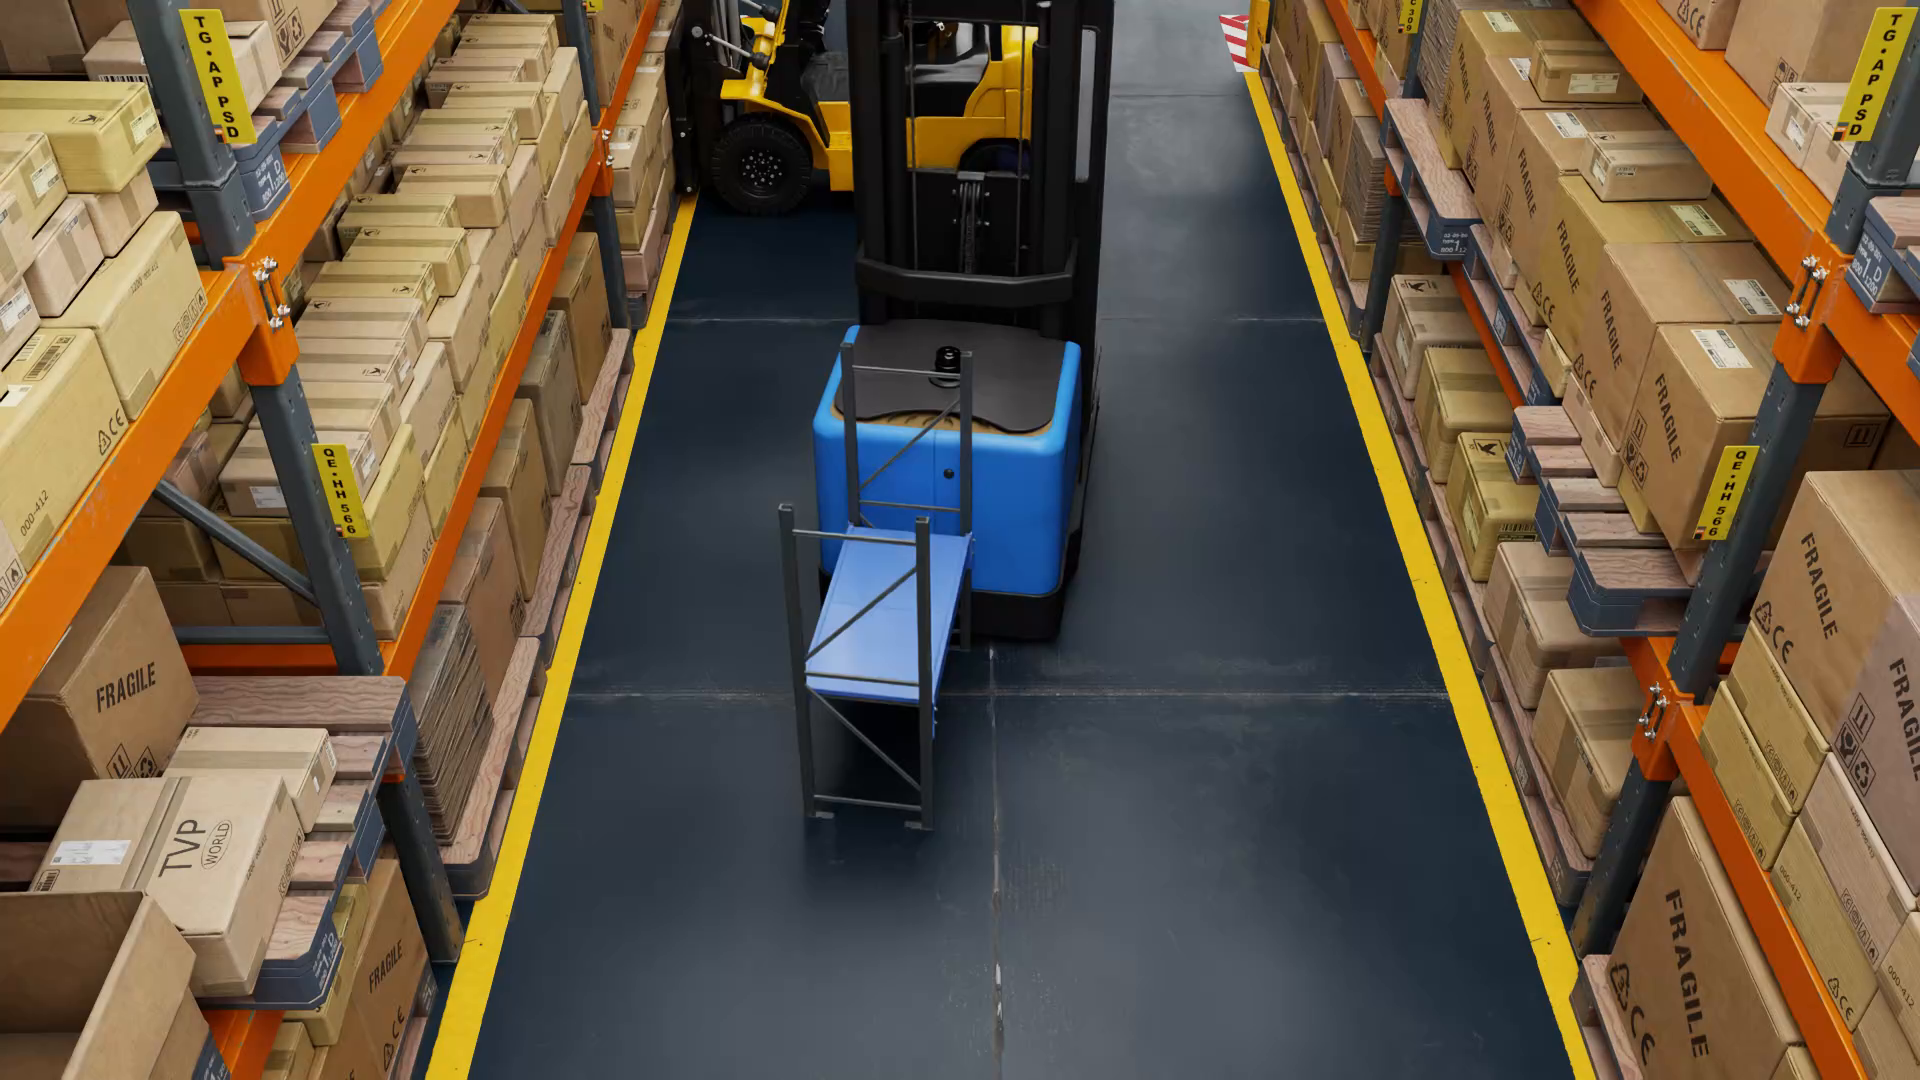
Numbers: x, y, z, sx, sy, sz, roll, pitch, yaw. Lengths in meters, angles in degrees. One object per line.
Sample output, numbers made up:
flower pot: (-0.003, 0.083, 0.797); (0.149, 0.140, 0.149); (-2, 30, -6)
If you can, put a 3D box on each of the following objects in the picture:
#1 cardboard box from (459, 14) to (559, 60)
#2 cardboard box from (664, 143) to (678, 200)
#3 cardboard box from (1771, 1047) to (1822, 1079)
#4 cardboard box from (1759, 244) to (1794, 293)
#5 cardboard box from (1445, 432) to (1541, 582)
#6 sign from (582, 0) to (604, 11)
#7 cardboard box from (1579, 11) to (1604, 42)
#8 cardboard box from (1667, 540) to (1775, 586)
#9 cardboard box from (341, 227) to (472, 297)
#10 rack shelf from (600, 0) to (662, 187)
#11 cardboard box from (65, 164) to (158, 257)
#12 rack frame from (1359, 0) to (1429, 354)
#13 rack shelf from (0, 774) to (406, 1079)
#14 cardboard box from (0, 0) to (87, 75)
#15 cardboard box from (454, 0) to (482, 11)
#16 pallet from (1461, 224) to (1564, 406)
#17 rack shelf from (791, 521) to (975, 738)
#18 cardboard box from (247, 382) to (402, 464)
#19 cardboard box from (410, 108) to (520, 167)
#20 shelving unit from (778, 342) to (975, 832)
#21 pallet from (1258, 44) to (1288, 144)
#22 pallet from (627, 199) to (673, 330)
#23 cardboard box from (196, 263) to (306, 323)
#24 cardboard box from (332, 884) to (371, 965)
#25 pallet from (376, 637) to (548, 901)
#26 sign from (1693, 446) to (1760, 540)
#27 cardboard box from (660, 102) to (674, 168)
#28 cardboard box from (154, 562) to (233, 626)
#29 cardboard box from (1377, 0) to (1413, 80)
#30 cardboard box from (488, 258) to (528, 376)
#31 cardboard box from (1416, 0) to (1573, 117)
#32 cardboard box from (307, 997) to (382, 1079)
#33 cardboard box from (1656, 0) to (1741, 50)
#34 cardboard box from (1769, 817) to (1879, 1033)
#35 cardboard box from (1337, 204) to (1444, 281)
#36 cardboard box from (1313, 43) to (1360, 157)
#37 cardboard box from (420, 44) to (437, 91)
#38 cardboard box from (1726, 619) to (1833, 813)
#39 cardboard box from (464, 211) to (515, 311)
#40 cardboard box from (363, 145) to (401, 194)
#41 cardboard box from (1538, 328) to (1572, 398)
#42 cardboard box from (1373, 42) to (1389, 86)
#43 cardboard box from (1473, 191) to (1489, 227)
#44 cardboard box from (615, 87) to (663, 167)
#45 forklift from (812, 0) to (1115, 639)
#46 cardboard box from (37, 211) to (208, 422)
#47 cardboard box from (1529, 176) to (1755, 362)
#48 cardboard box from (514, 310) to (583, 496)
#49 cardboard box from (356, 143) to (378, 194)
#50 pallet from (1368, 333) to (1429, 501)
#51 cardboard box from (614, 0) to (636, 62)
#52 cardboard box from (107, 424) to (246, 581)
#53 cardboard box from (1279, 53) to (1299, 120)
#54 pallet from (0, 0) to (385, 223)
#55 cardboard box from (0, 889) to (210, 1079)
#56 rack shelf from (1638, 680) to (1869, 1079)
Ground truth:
cardboard box: (-2.059, -2.288, 7.608); (0.380, 0.149, 0.250); (1, 39, 2)
cardboard box: (-1.984, -2.242, 10.012); (0.500, 0.250, 0.500); (1, 39, 1)
cardboard box: (2.601, 1.941, 4.293); (0.875, 0.875, 0.875); (0, 39, 1)
cardboard box: (2.910, -0.640, 5.497); (0.500, 0.500, 0.500); (2, 39, 2)
cardboard box: (2.692, -0.142, 7.293); (0.950, 0.372, 0.625); (1, 39, 1)
sign: (-1.739, -2.637, 7.779); (0.100, 0.325, 0.005); (0, 39, 0)
cardboard box: (2.914, -1.936, 7.113); (0.500, 0.500, 0.500); (0, 39, 0)
cardboard box: (2.451, 0.015, 5.197); (0.380, 0.149, 0.250); (1, 39, 2)
cardboard box: (-1.995, -1.007, 6.009); (0.380, 0.149, 0.250); (1, 39, 1)
rack shelf: (-2.284, -3.180, 9.894); (1.077, 0.370, 4.000); (0, 39, 0)
cardboard box: (-2.036, -0.754, 3.695); (0.380, 0.149, 0.250); (1, 39, 1)
rack frame: (2.682, -2.215, 8.116); (1.000, 3.000, 0.127); (0, 39, 0)
rack shelf: (-2.275, 1.823, 3.651); (1.077, 0.370, 4.000); (0, 39, 0)
cardboard box: (-2.534, -1.476, 4.499); (0.500, 0.250, 0.500); (0, 39, 0)
cardboard box: (-2.539, -2.703, 8.125); (0.380, 0.149, 0.250); (0, 39, 0)
pallet: (2.643, -0.877, 6.599); (1.003, 0.211, 1.213); (0, 39, 0)
rack shelf: (-0.276, 0.323, 6.435); (0.538, 0.185, 1.000); (5, 39, 6)
cardboard box: (-1.985, -0.367, 5.210); (0.380, 0.149, 0.250); (1, 39, 1)
cardboard box: (-2.023, -1.646, 6.806); (0.380, 0.149, 0.250); (-1, 39, -1)
shelving unit: (-0.276, 0.183, 6.323); (0.538, 1.500, 1.048); (5, 39, 6)
pallet: (2.643, -3.073, 11.416); (1.003, 0.211, 1.213); (0, 39, 0)
pallet: (-2.241, -1.619, 9.601); (1.003, 0.211, 1.213); (0, 39, 0)
cardboard box: (-2.524, -0.846, 5.808); (0.380, 0.149, 0.250); (0, 39, 0)
cardboard box: (-2.023, 1.159, 5.050); (0.380, 0.149, 0.250); (-2, 39, -2)
pallet: (-2.239, 0.865, 6.502); (1.003, 0.211, 1.213); (0, 39, 0)
sign: (2.144, -0.129, 4.649); (0.100, 0.325, 0.005); (0, 39, 0)
cardboard box: (-1.965, -2.428, 9.844); (0.500, 0.250, 0.500); (0, 39, 0)
cardboard box: (-2.534, 0.069, 5.385); (0.500, 0.250, 0.500); (-1, 39, -1)
cardboard box: (2.433, -2.648, 8.338); (0.500, 0.500, 0.500); (-1, 39, -1)
cardboard box: (-2.036, -0.888, 6.580); (0.500, 0.250, 0.500); (1, 39, 1)
cardboard box: (2.396, -2.241, 7.494); (0.500, 0.500, 0.500); (1, 39, 1)
cardboard box: (-2.072, 1.681, 4.917); (0.500, 0.500, 0.500); (-1, 39, -1)
cardboard box: (2.656, -1.879, 5.214); (0.797, 0.503, 0.637); (0, 39, 0)
cardboard box: (2.454, 0.972, 4.259); (0.500, 0.250, 0.500); (-1, 39, -1)
cardboard box: (2.412, -1.676, 9.306); (0.500, 0.250, 0.500); (2, 39, 2)
cardboard box: (2.409, -2.606, 9.866); (0.500, 0.500, 0.500); (2, 39, 2)
cardboard box: (-2.548, -2.114, 7.391); (0.380, 0.149, 0.250); (-1, 39, -2)
cardboard box: (2.440, 0.466, 4.489); (0.500, 0.250, 0.500); (0, 39, 0)
cardboard box: (-2.041, -1.082, 6.422); (0.500, 0.250, 0.500); (0, 39, 1)
cardboard box: (-2.558, -1.393, 6.810); (0.500, 0.250, 0.500); (-1, 39, -1)
cardboard box: (2.326, -0.639, 6.014); (0.380, 0.149, 0.250); (1, 39, 1)
cardboard box: (2.369, -2.474, 8.640); (0.380, 0.149, 0.250); (1, 39, 1)
cardboard box: (2.393, -1.441, 7.015); (0.380, 0.149, 0.250); (1, 39, 1)
cardboard box: (-1.959, -2.313, 9.301); (0.500, 0.250, 0.500); (0, 39, 0)
forklift: (0.116, -1.638, 7.450); (1.130, 2.935, 3.031); (5, 39, 6)
cardboard box: (-2.034, -0.499, 3.696); (0.500, 0.250, 0.500); (-1, 39, -2)
cardboard box: (2.395, -0.956, 5.891); (0.500, 0.500, 0.500); (-3, 39, -3)
cardboard box: (-2.277, -0.635, 7.707); (0.875, 0.625, 0.625); (0, 39, 0)
cardboard box: (-2.547, -1.484, 6.605); (0.380, 0.149, 0.250); (0, 39, 0)
pallet: (2.684, -0.640, 8.380); (1.003, 0.211, 1.213); (0, 39, 0)
cardboard box: (-2.039, -2.852, 8.830); (0.500, 0.500, 0.500); (1, 39, 1)
cardboard box: (-2.556, -0.125, 5.228); (0.500, 0.250, 0.500); (1, 39, 1)
cardboard box: (2.395, -2.984, 10.938); (0.500, 0.250, 0.500); (1, 39, 2)
pallet: (-2.367, -1.229, 4.638); (1.213, 0.211, 1.003); (2, 39, 2)
cardboard box: (-2.090, 1.108, 3.550); (0.797, 0.503, 0.637); (-1, 39, -1)
rack shelf: (2.689, 1.817, 3.659); (1.077, 0.370, 4.000); (0, 39, 0)
